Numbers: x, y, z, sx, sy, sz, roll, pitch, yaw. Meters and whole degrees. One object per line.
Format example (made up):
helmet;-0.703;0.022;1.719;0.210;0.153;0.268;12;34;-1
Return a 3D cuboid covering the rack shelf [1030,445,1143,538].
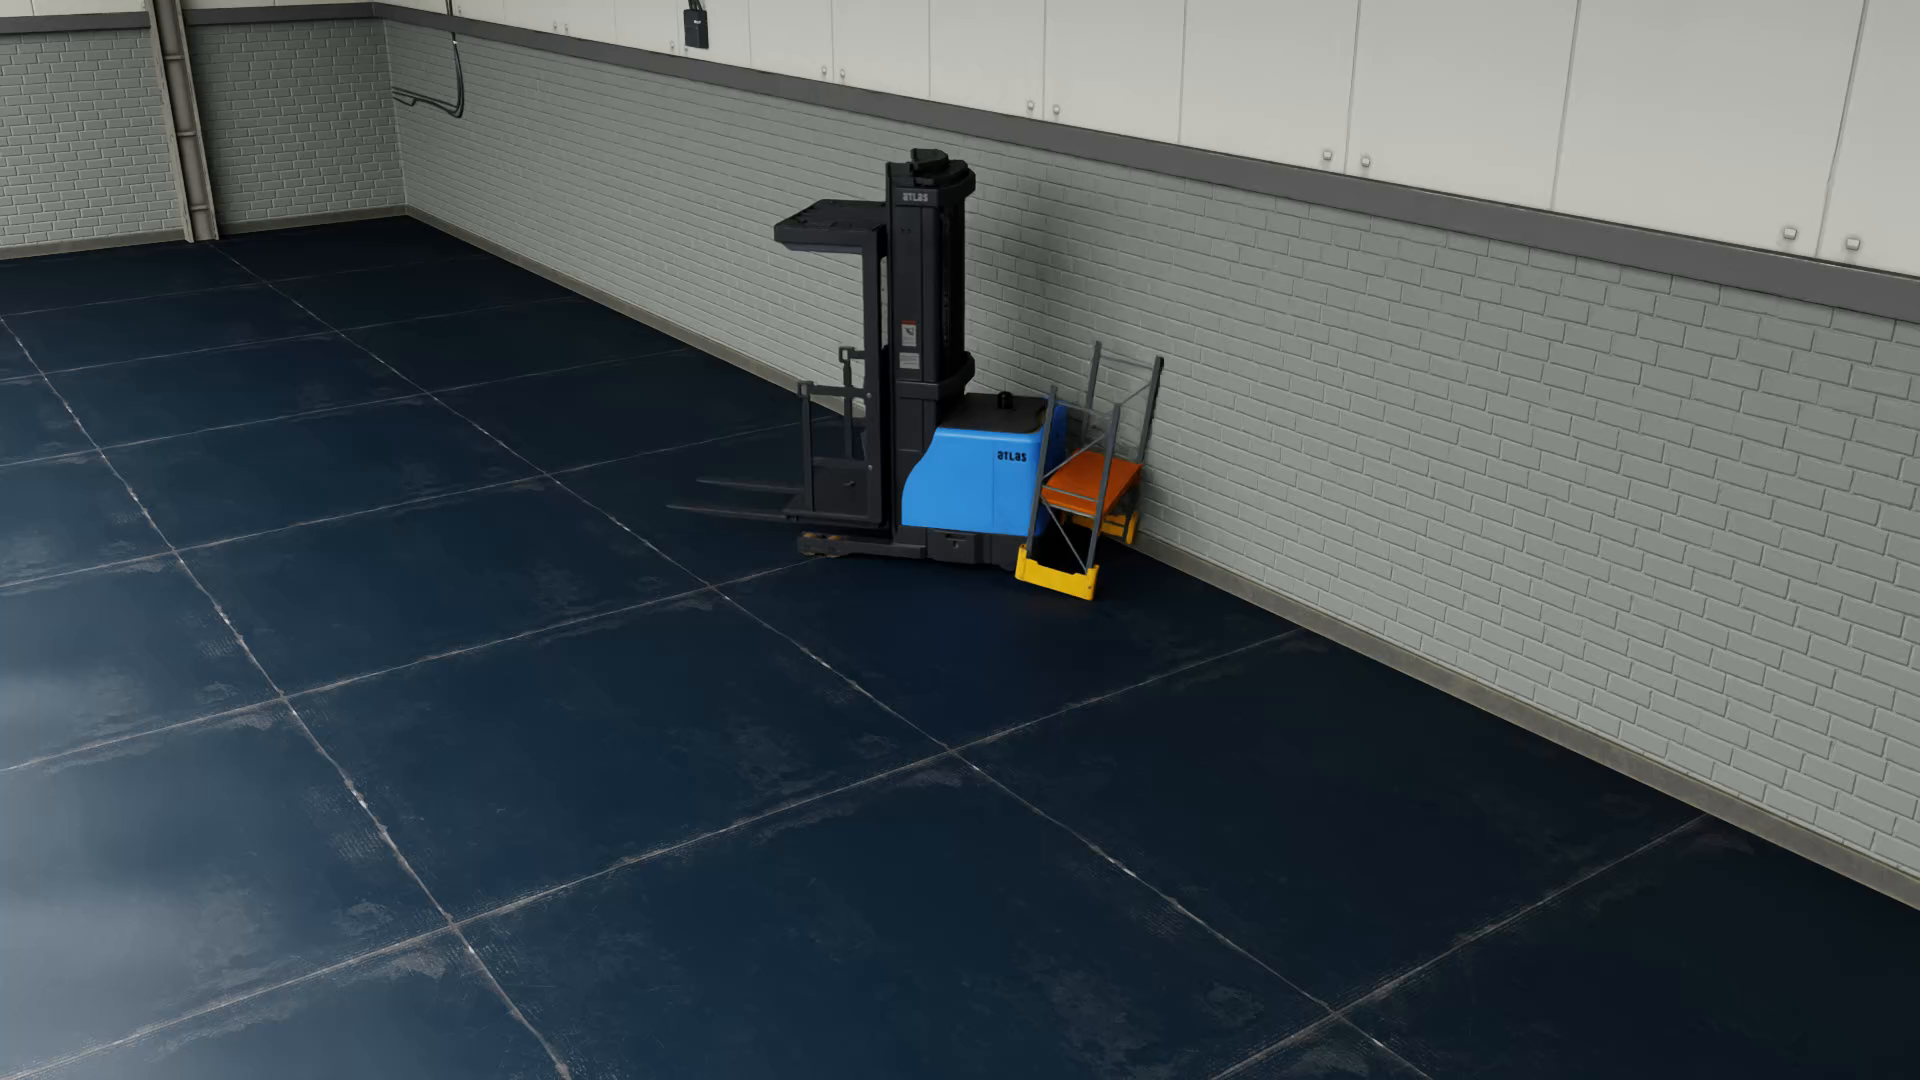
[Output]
rack shelf;0.929;-0.365;12.066;0.538;0.185;1.000;16;29;16

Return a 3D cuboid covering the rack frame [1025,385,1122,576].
rack frame;0.762;-0.320;11.555;0.500;1.500;0.032;16;29;16

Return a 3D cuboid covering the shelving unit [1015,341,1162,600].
shelving unit;0.946;-0.519;11.975;0.587;1.500;1.083;16;29;16

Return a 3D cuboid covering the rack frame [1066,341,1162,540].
rack frame;1.138;-0.725;12.409;0.500;1.500;0.032;16;29;16

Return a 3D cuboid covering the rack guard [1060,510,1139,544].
rack guard;1.058;-0.169;12.685;0.587;0.250;0.087;16;29;16

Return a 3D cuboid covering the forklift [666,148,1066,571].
forklift;-0.749;-1.407;12.468;3.031;2.935;1.130;5;22;13

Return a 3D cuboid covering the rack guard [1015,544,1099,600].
rack guard;0.690;0.227;11.848;0.587;0.250;0.087;16;29;16

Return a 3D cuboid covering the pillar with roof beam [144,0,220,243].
pillar with roof beam;-8.238;-7.154;18.682;0.400;9.000;9.100;-15;26;-33

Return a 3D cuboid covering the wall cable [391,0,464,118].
wall cable;-7.588;-7.247;23.105;0.112;2.526;3.097;-15;26;-33

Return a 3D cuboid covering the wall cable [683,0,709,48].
wall cable;-2.057;-7.409;14.733;0.169;6.003;2.305;-15;26;-33
